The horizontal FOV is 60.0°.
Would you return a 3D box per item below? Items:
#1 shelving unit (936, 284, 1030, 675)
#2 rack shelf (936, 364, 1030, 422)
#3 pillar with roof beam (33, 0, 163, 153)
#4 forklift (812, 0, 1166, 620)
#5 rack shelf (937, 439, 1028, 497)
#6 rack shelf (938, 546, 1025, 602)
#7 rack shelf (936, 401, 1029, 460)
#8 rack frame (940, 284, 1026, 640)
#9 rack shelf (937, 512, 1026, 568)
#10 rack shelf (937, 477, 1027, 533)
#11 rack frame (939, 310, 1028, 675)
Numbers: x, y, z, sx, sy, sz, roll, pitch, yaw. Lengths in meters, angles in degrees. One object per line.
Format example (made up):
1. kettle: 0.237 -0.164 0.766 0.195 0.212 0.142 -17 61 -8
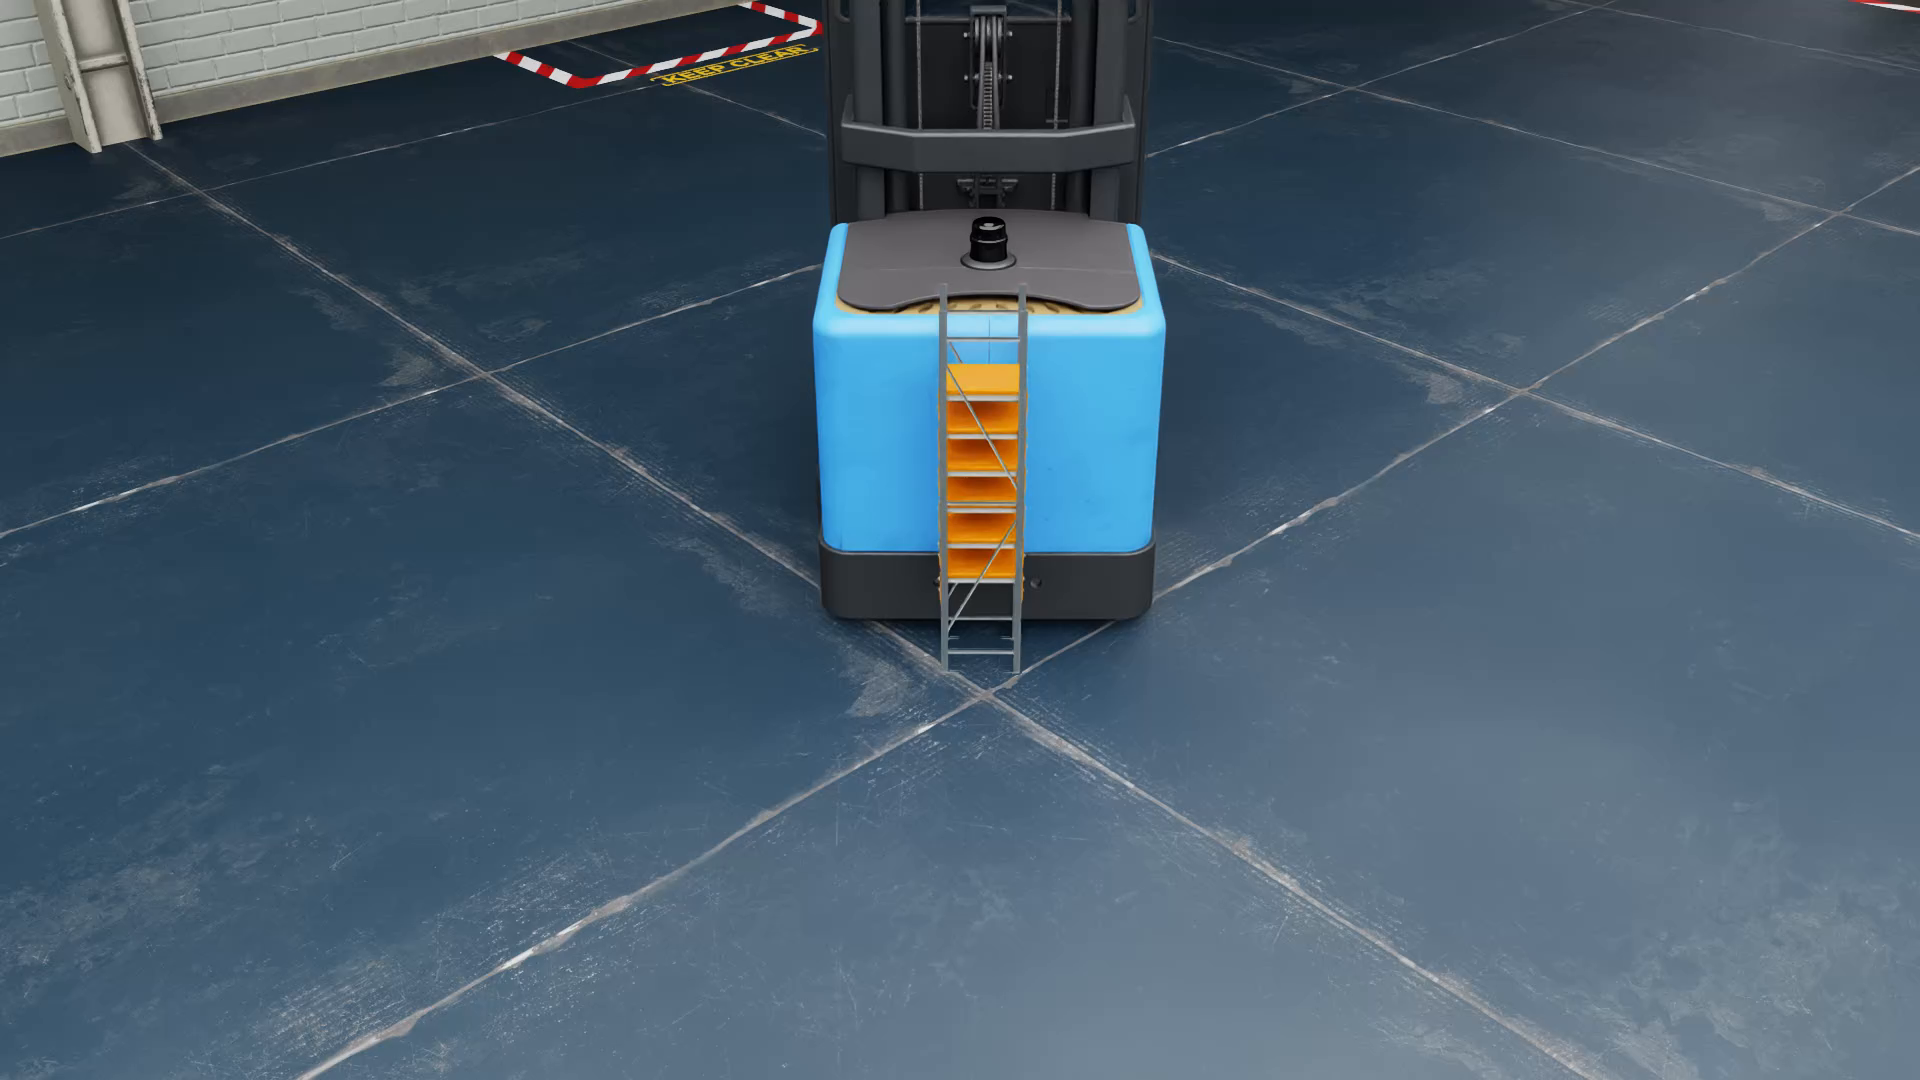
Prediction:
1. shelving unit: 0.063 -0.150 4.845 0.258 1.200 0.189 0 31 0
2. rack shelf: 0.063 -0.419 4.680 0.258 0.103 0.180 0 31 0
3. pillar with roof beam: -1.876 -4.479 4.449 0.400 9.000 9.100 -26 40 -35
4. forklift: 0.092 -1.731 5.771 1.130 2.935 3.031 0 31 0
5. rack shelf: 0.063 -0.214 4.805 0.258 0.103 0.180 0 31 0
6. rack shelf: 0.063 0.093 4.993 0.258 0.103 0.180 0 31 0
7. rack shelf: 0.063 -0.317 4.743 0.258 0.103 0.180 0 31 0
8. rack frame: 0.064 -0.198 4.923 0.240 1.200 0.006 0 31 0
9. rack shelf: 0.063 -0.009 4.931 0.258 0.103 0.180 0 31 0
10. rack shelf: 0.063 -0.112 4.868 0.258 0.103 0.180 0 31 0
11. rack frame: 0.063 -0.102 4.767 0.240 1.200 0.006 0 31 0
